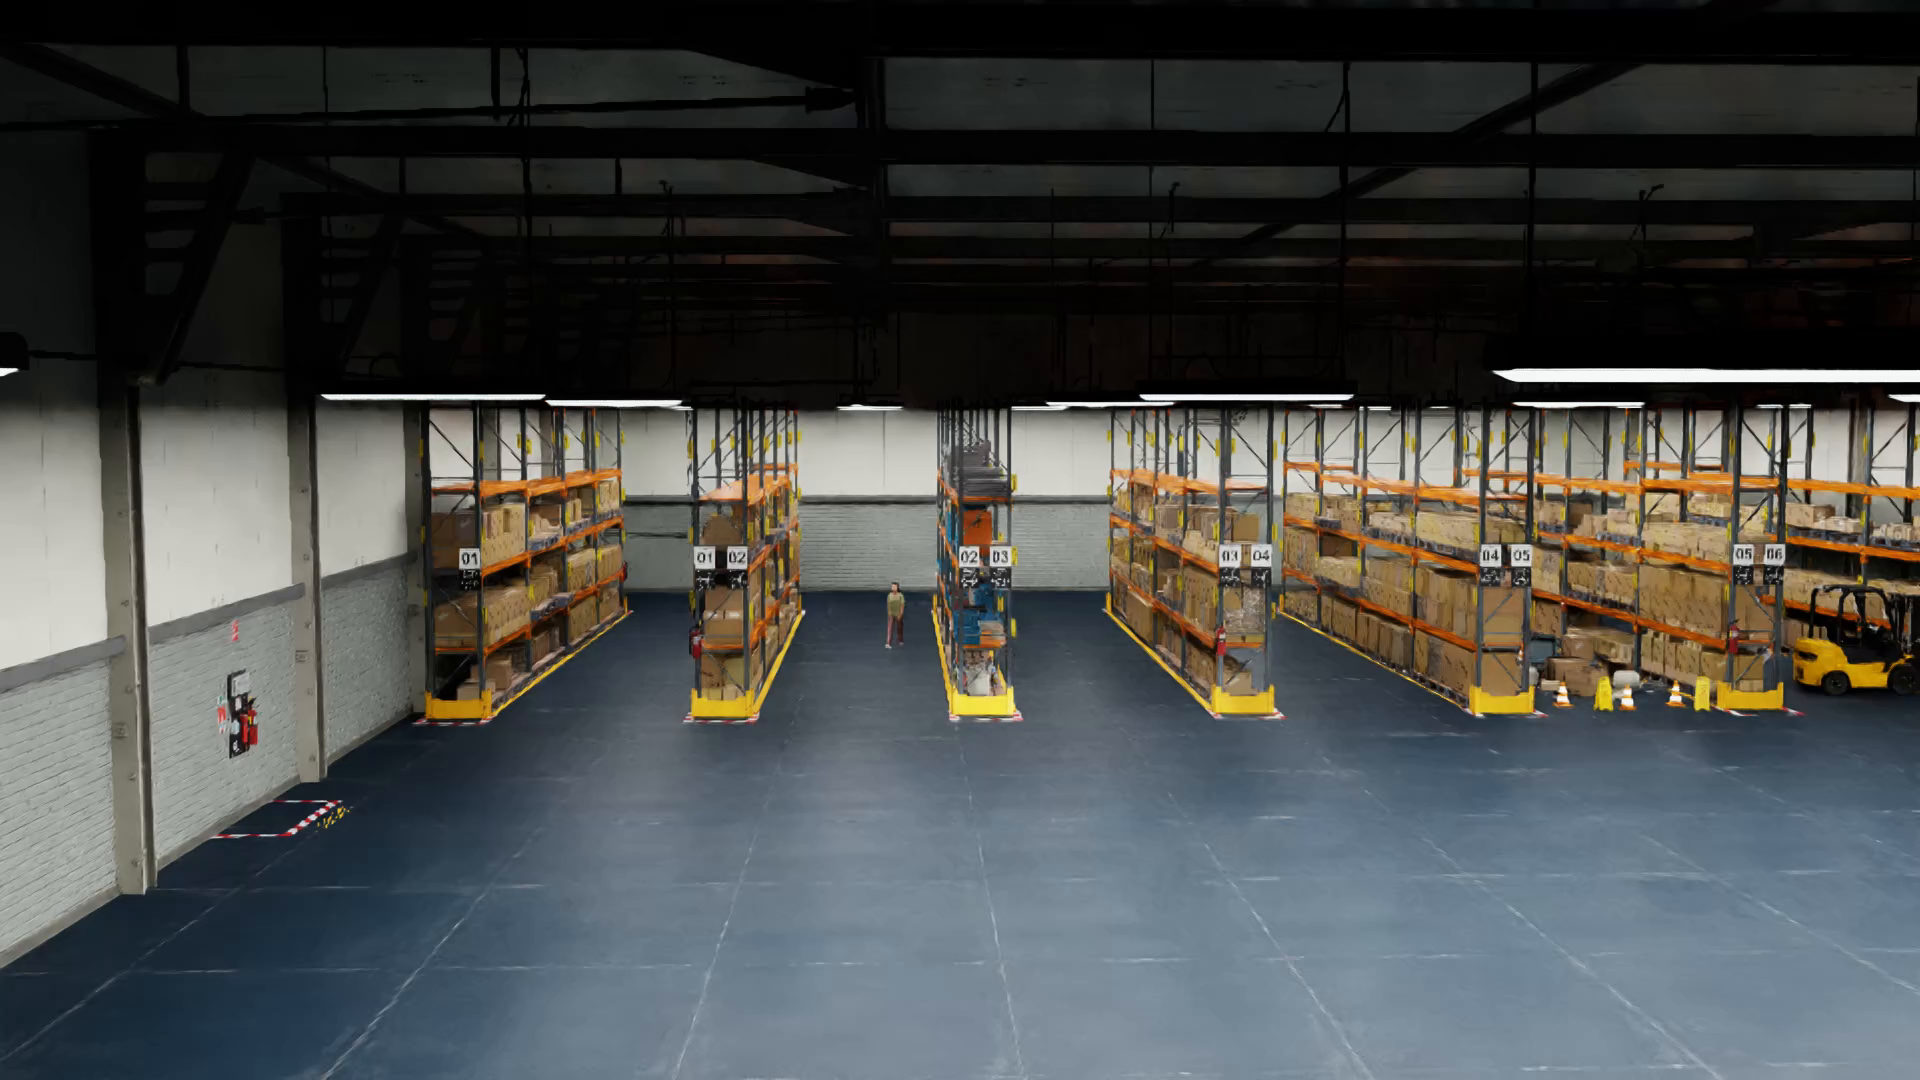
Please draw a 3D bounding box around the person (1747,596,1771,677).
[{"bbox_3d":[17.021,2.081,35.569,0.445,1.786,0.594,-2,5,-28],"label":"person"}]

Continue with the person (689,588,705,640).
[{"bbox_3d":[-6.372,1.743,40.757,0.543,1.648,1.115,0,4,0],"label":"person"}]

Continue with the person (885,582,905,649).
[{"bbox_3d":[-1.551,1.804,40.193,0.447,1.605,1.017,1,4,6],"label":"person"}]

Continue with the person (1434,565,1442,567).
[{"bbox_3d":[12.594,1.495,43.817,0.562,1.663,0.587,2,5,20],"label":"person"}]
